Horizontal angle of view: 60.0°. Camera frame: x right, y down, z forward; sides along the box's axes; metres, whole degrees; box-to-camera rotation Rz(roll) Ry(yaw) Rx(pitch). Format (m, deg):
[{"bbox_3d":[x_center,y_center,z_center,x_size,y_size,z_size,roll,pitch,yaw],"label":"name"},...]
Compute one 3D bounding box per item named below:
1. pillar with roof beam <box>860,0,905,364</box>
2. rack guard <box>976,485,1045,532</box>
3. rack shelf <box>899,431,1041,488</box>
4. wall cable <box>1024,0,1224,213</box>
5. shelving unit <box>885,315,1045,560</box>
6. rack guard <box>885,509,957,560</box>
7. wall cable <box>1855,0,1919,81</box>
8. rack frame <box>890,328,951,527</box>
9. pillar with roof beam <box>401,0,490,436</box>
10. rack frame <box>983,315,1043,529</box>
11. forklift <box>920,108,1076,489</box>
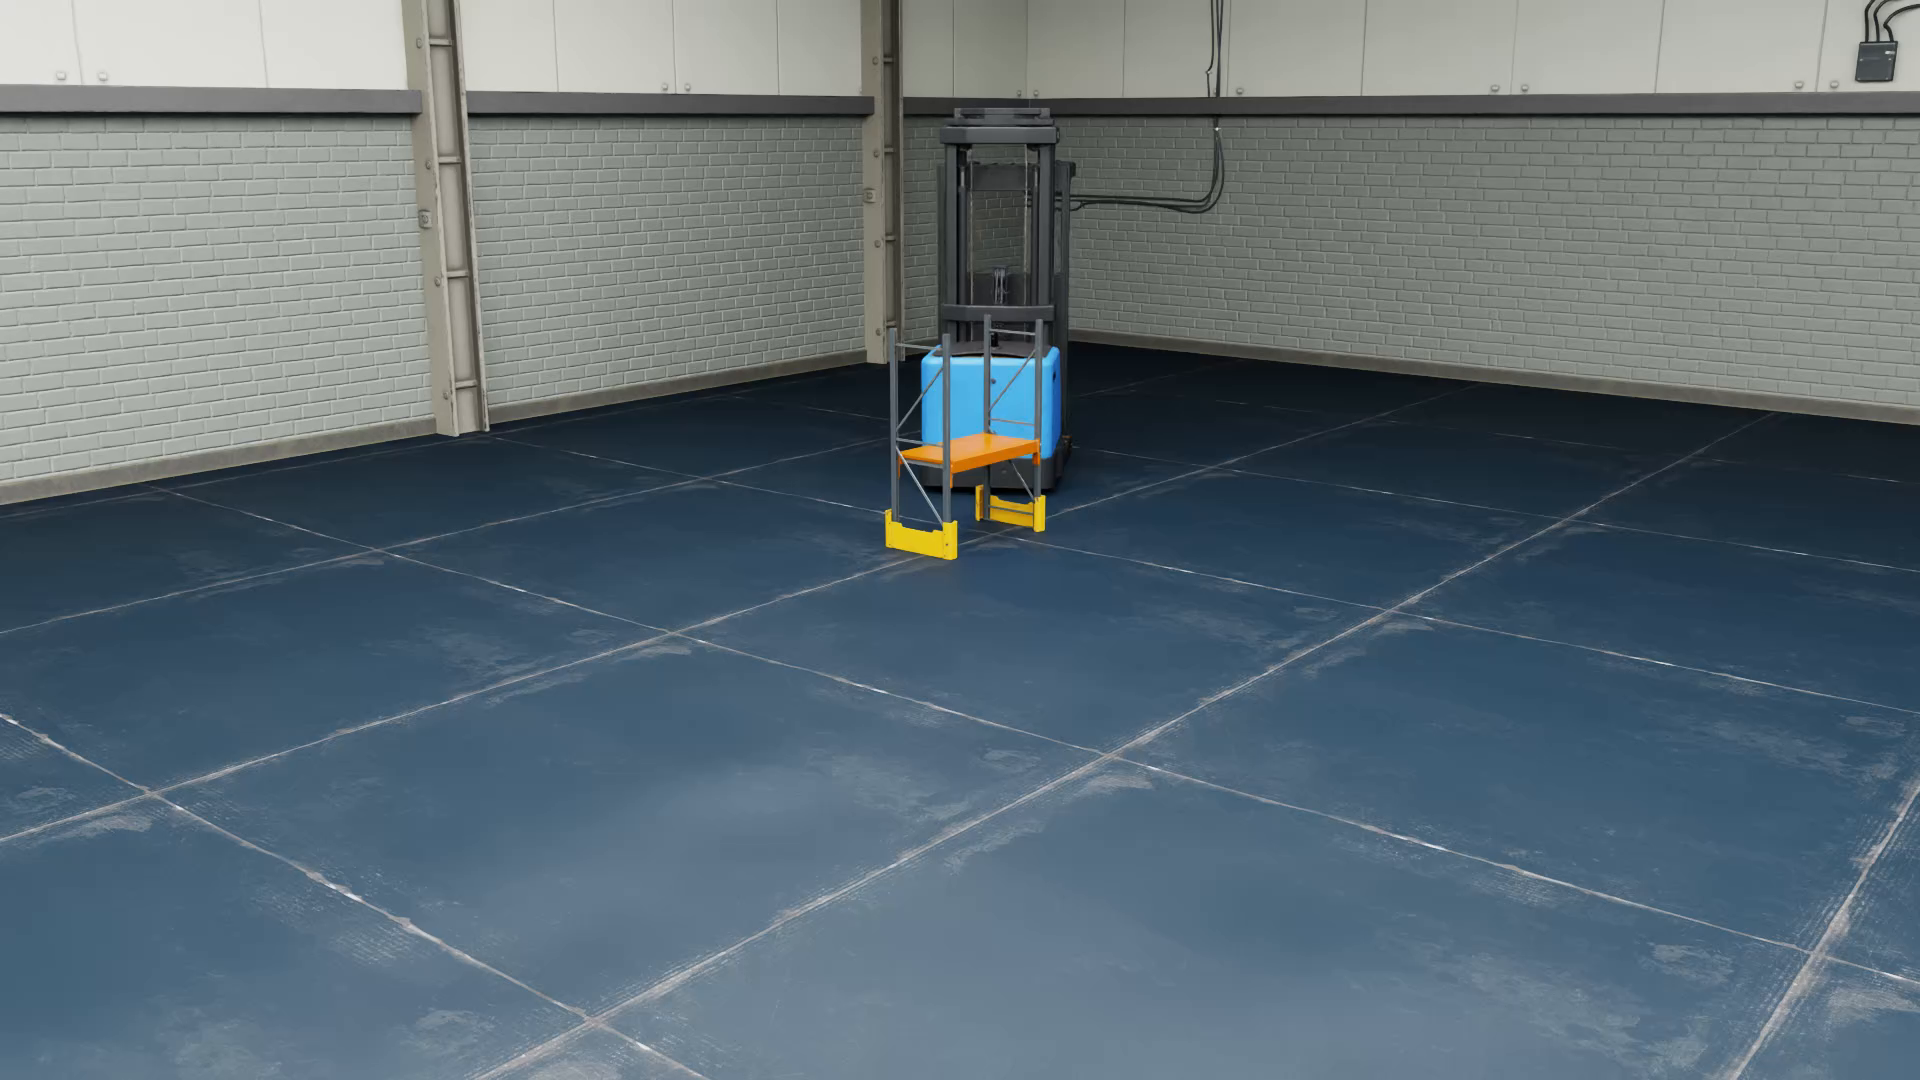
[{"bbox_3d":[2.443,-5.864,16.428,9.100,9.000,0.400,11,18,38],"label":"pillar with roof beam"},{"bbox_3d":[0.361,-0.231,12.025,0.587,0.250,0.087,11,18,38],"label":"rack guard"},{"bbox_3d":[0.054,-0.569,11.547,0.538,0.185,1.000,11,18,38],"label":"rack shelf"},{"bbox_3d":[1.974,-5.384,20.849,3.097,2.526,0.112,11,18,38],"label":"wall cable"},{"bbox_3d":[0.048,-0.742,11.496,0.587,1.500,1.083,11,18,38],"label":"shelving unit"},{"bbox_3d":[-0.265,-0.040,11.274,0.587,0.250,0.087,11,18,38],"label":"rack guard"},{"bbox_3d":[9.348,-7.066,14.253,2.305,6.003,0.169,11,18,38],"label":"wall cable"},{"bbox_3d":[-0.266,-0.646,11.119,0.500,1.500,0.032,11,18,38],"label":"rack frame"},{"bbox_3d":[-1.328,-4.715,11.905,9.100,9.000,0.400,11,18,38],"label":"pillar with roof beam"},{"bbox_3d":[0.373,-0.841,11.886,0.500,1.500,0.032,11,18,38],"label":"rack frame"},{"bbox_3d":[0.390,-2.127,14.045,1.130,2.935,3.031,2,14,7],"label":"forklift"}]
